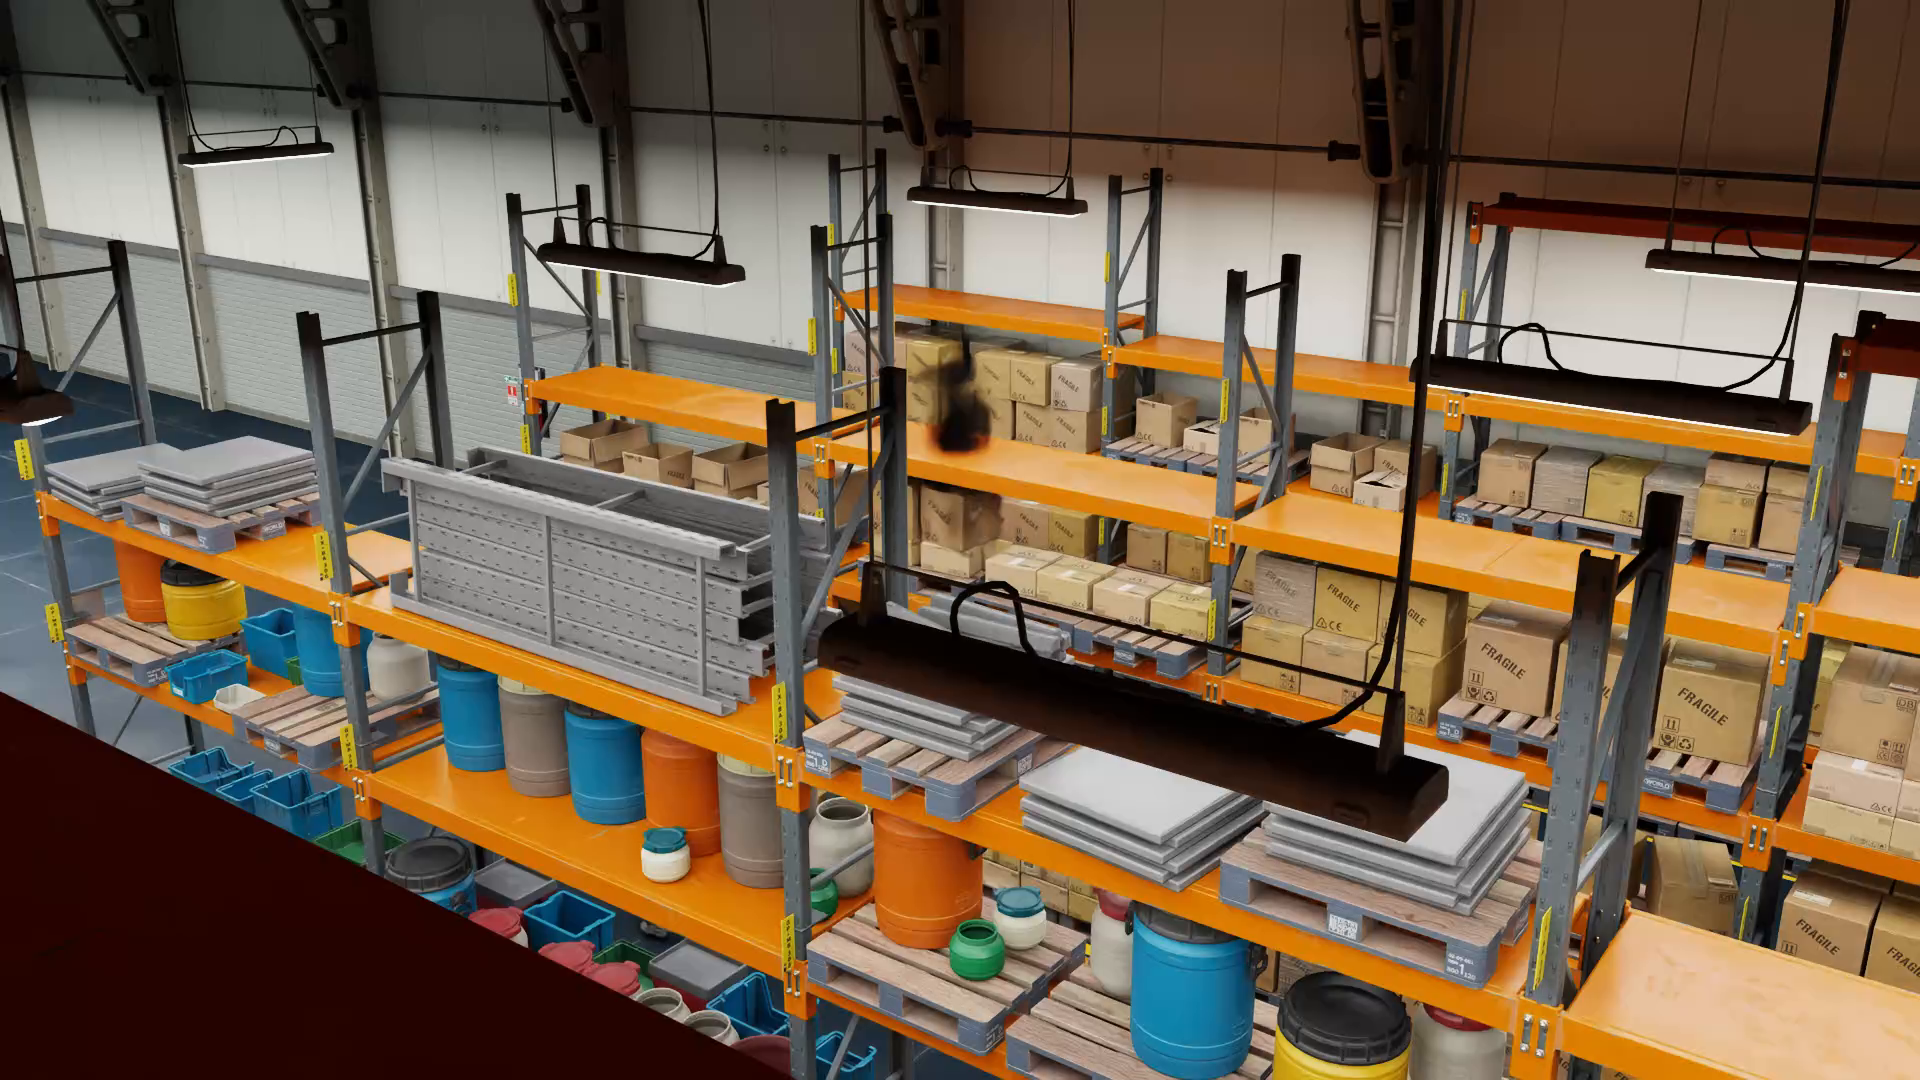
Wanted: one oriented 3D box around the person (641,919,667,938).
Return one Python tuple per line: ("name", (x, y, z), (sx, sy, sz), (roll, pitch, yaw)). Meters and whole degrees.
("person", (-2.979, 2.637, 14.590), (0.960, 1.646, 0.653), (11, 22, 31))
